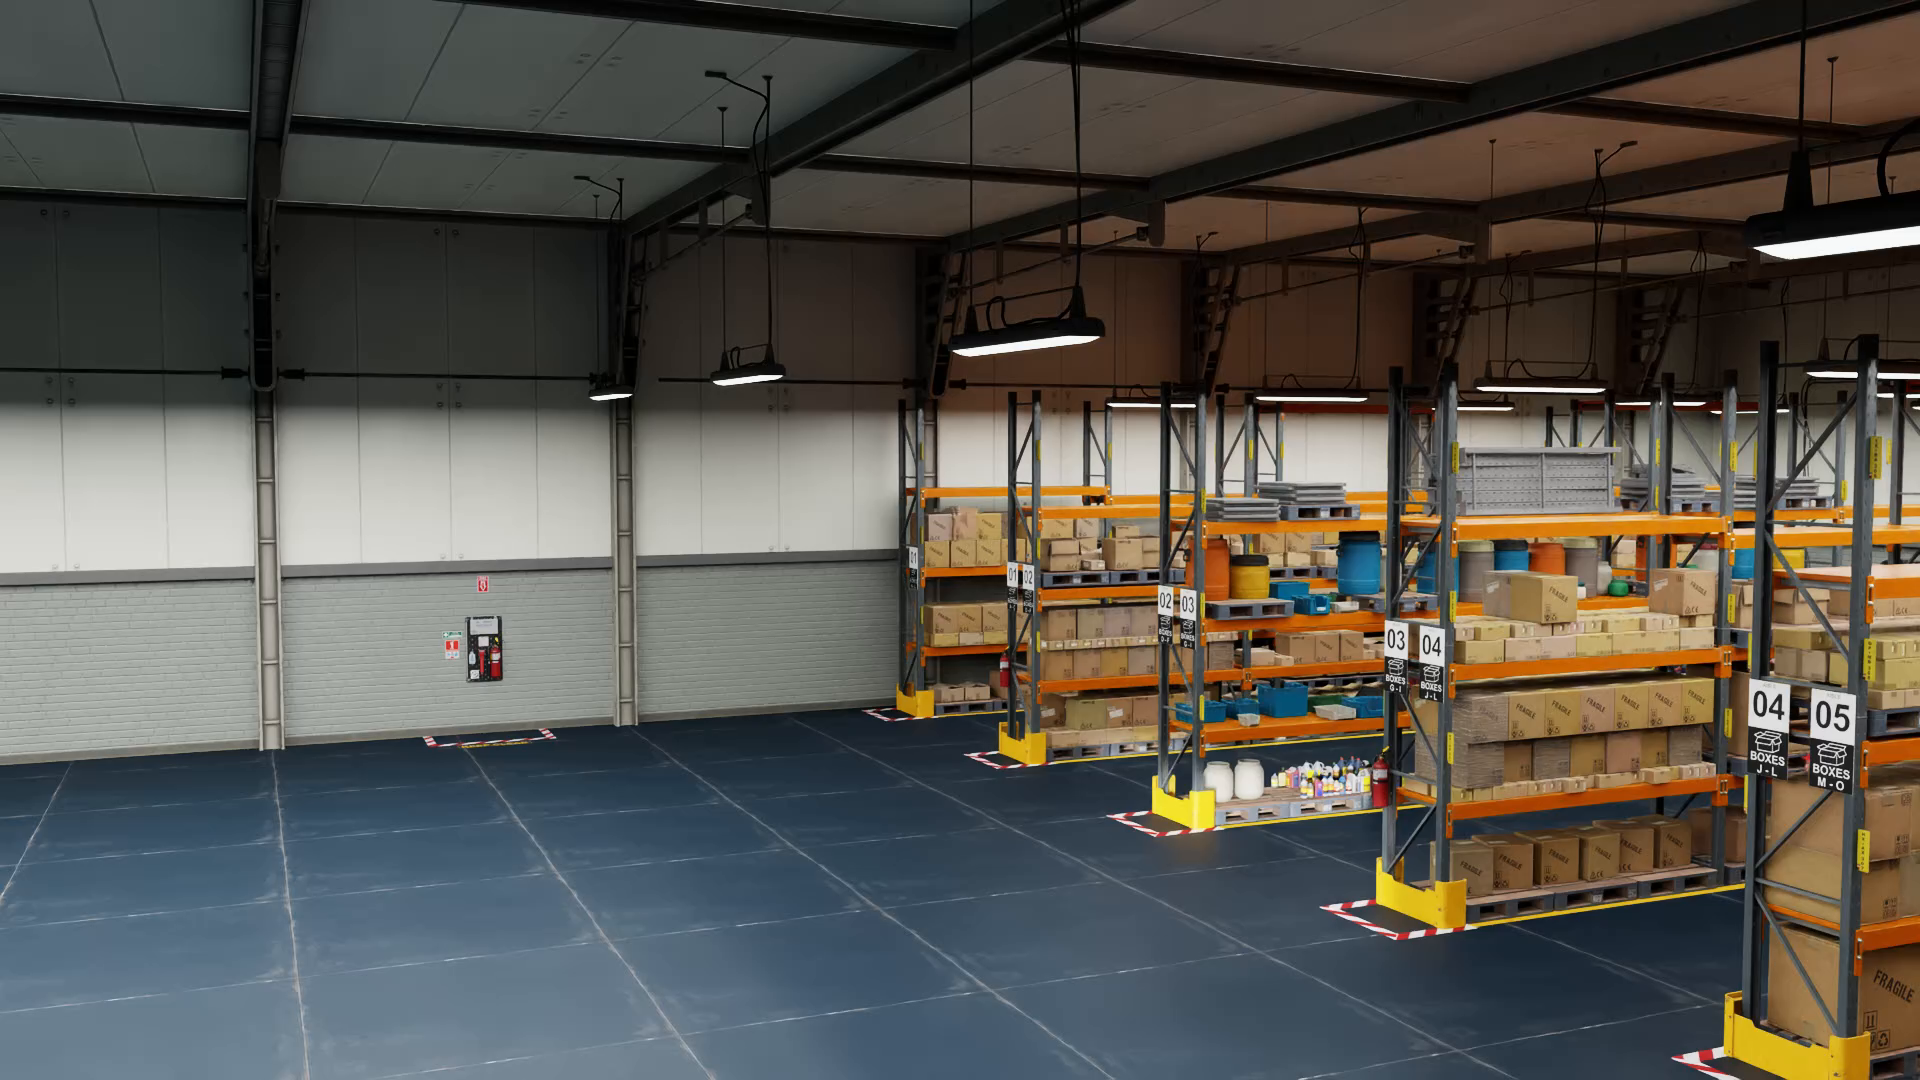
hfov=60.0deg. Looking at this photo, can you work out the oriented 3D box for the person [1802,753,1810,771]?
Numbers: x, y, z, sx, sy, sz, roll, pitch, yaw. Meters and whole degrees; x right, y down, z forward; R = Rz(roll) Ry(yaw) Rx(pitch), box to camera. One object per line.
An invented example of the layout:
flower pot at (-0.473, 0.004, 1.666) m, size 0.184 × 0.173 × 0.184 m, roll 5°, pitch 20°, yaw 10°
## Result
person at (9.421, 3.194, 18.431) m, size 1.072 × 1.729 × 0.666 m, roll -2°, pitch 4°, yaw -27°
